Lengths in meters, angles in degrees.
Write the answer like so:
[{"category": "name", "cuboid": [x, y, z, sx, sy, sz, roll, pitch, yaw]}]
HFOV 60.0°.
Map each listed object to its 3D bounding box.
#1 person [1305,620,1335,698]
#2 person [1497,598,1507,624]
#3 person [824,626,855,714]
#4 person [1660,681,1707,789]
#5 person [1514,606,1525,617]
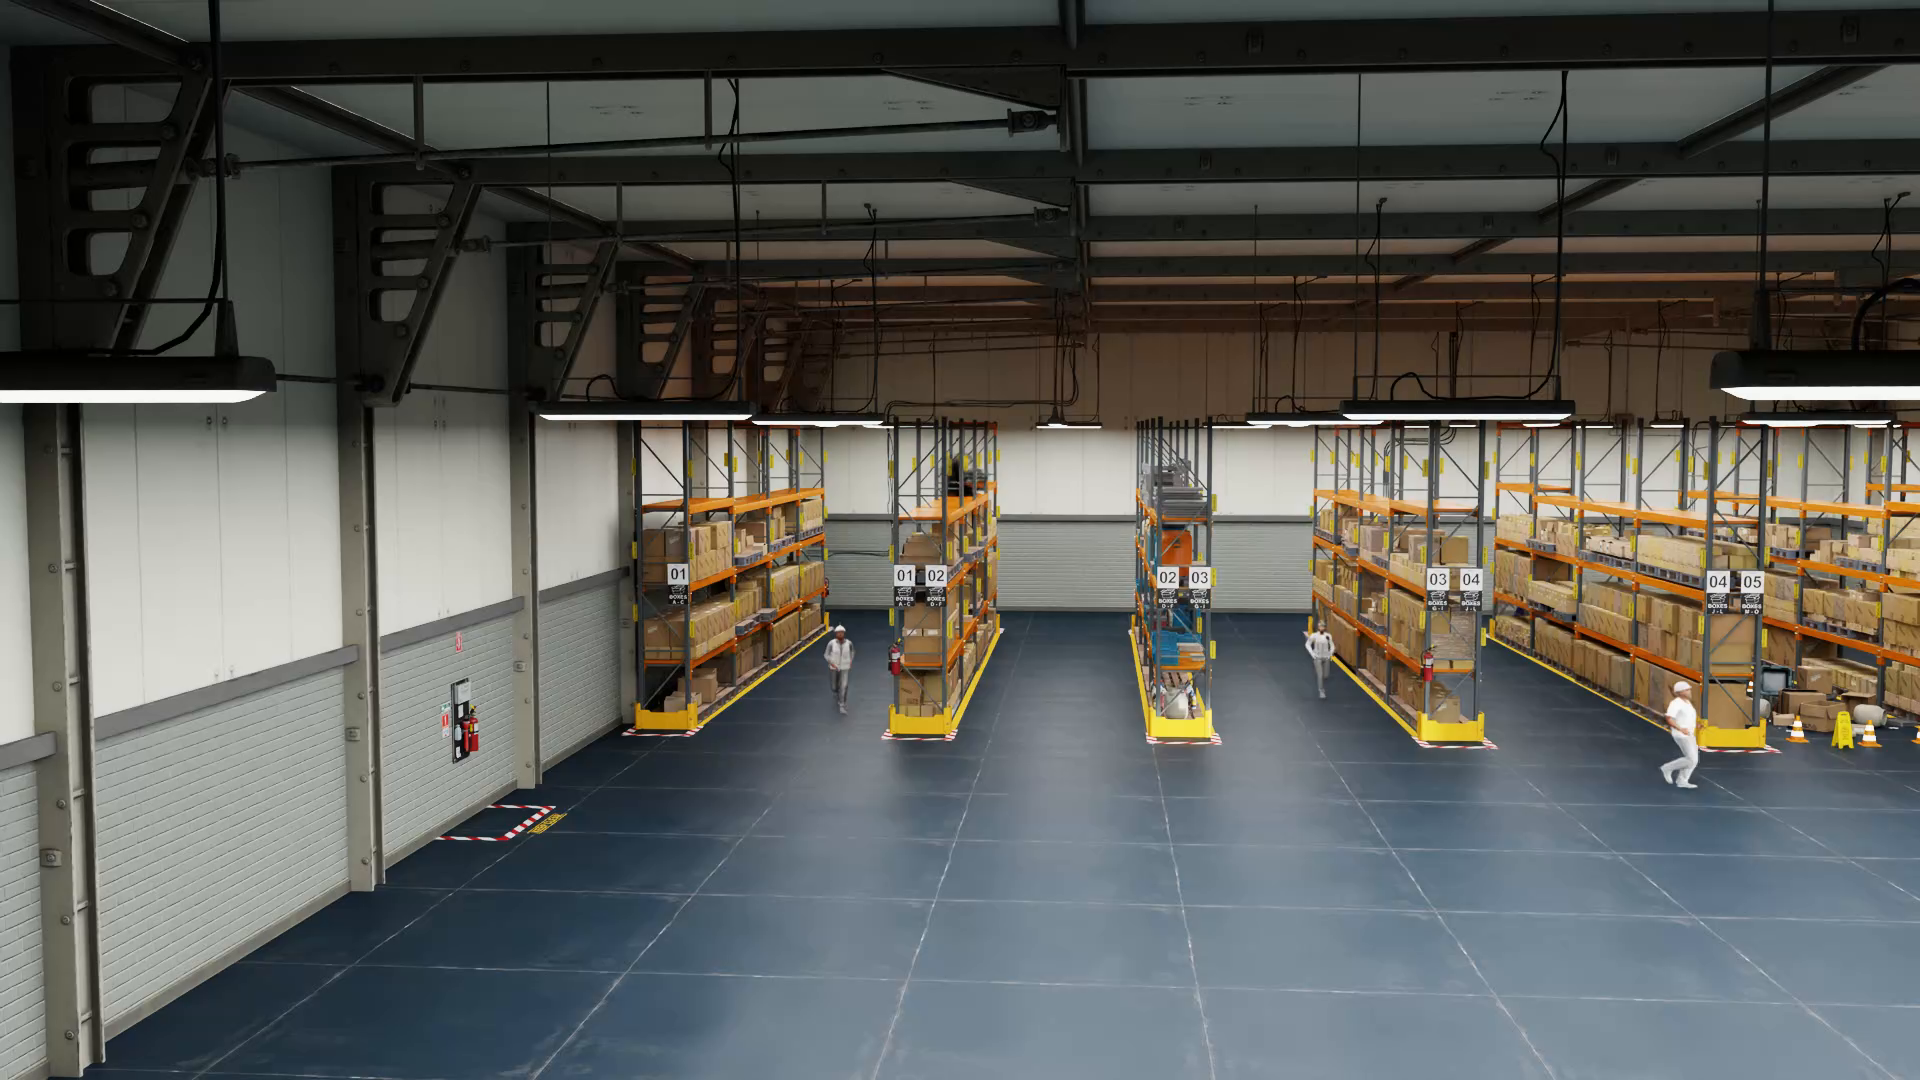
[{"category": "person", "cuboid": [7.775, 2.544, 35.885, 0.629, 1.674, 0.672, 0, 4, -1]}, {"category": "person", "cuboid": [15.415, 1.868, 47.234, 0.632, 1.548, 0.528, 0, 4, -6]}, {"category": "person", "cuboid": [-2.471, 2.641, 34.188, 0.639, 1.762, 1.033, 0, 4, -3]}, {"category": "person", "cuboid": [11.588, 3.122, 26.645, 0.606, 1.718, 0.698, 3, 5, 38]}, {"category": "person", "cuboid": [15.968, 1.849, 47.240, 0.689, 1.632, 0.642, 3, 5, 39]}]
